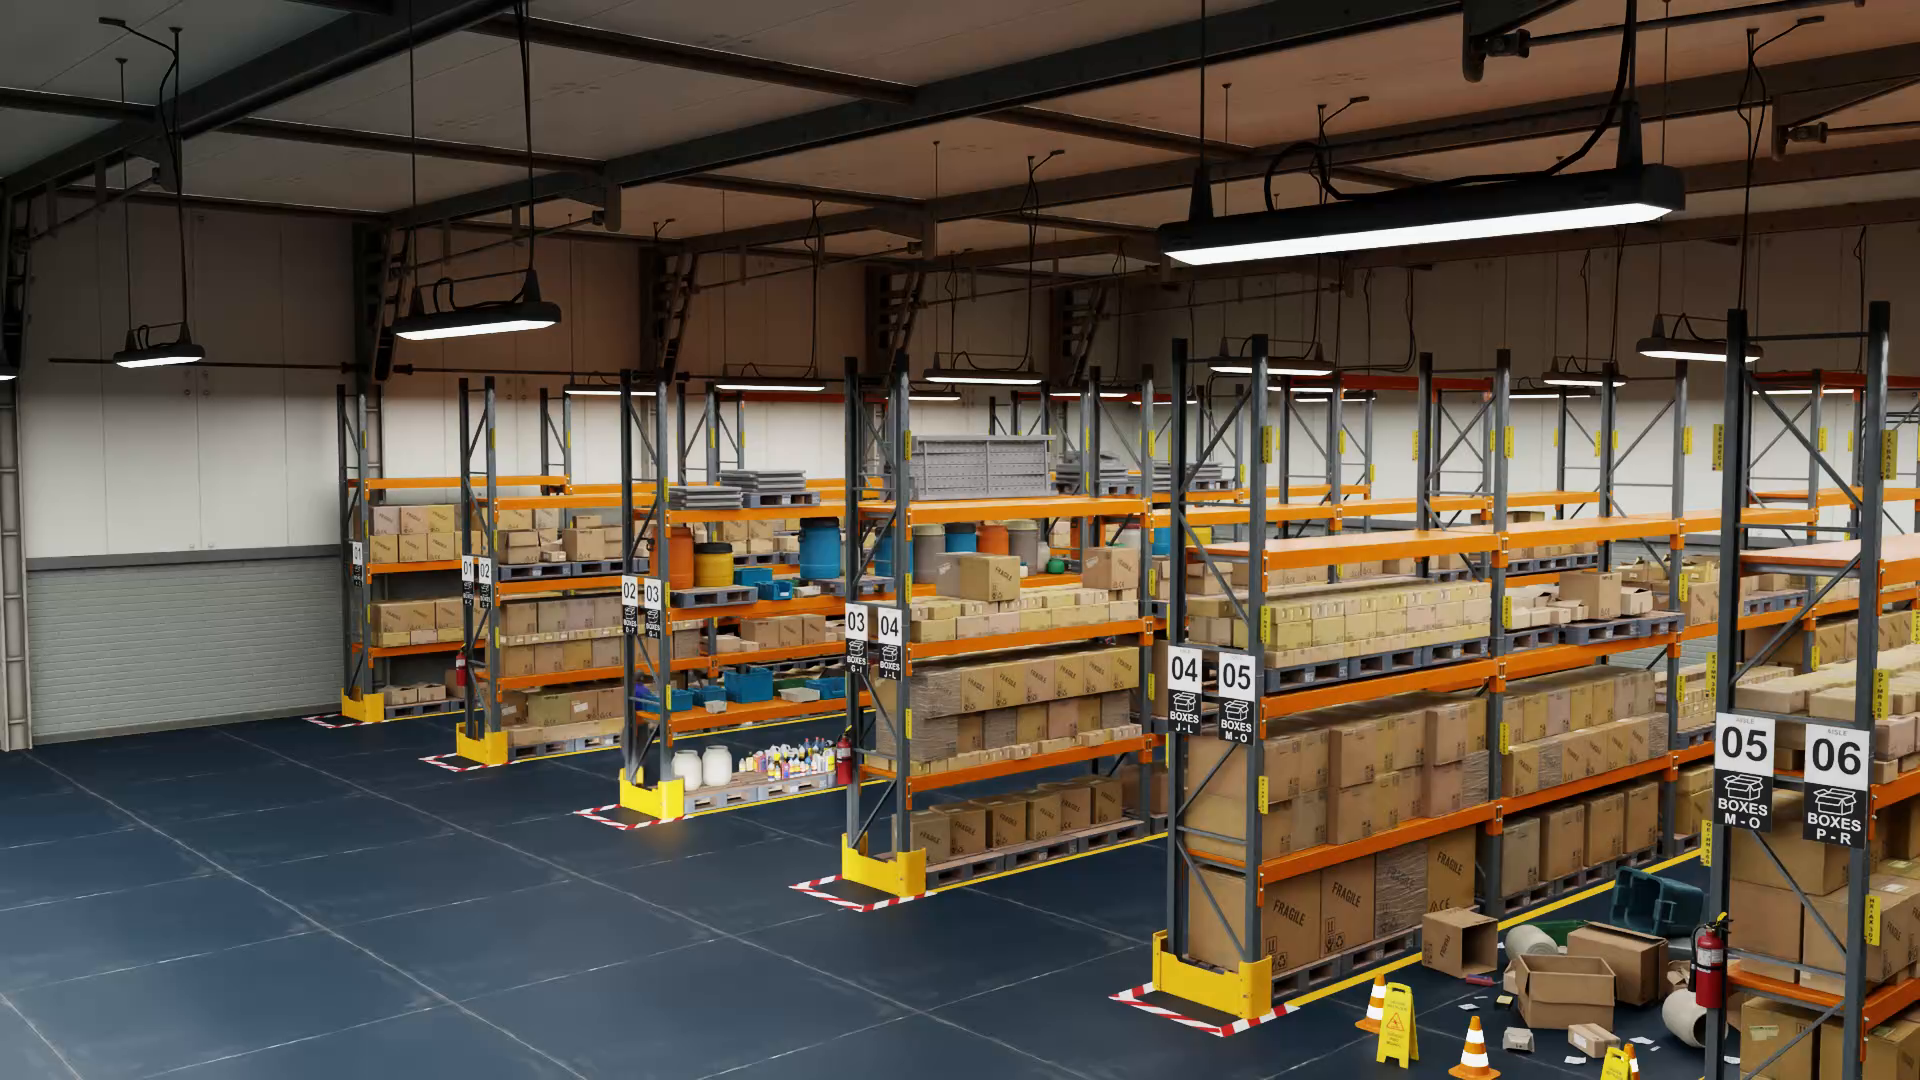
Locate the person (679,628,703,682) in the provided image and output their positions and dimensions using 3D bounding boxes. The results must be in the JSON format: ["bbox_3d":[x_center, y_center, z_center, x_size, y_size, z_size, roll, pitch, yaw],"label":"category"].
[{"bbox_3d":[-5.309,2.221,32.252,0.627,1.782,0.387,-2,4,-22],"label":"person"}]

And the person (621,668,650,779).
[{"bbox_3d":[-4.771,2.731,24.513,0.356,1.682,0.497,2,4,33],"label":"person"}]

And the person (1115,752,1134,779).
[{"bbox_3d":[2.370,2.753,24.289,0.377,1.711,0.544,2,4,27],"label":"person"}]
